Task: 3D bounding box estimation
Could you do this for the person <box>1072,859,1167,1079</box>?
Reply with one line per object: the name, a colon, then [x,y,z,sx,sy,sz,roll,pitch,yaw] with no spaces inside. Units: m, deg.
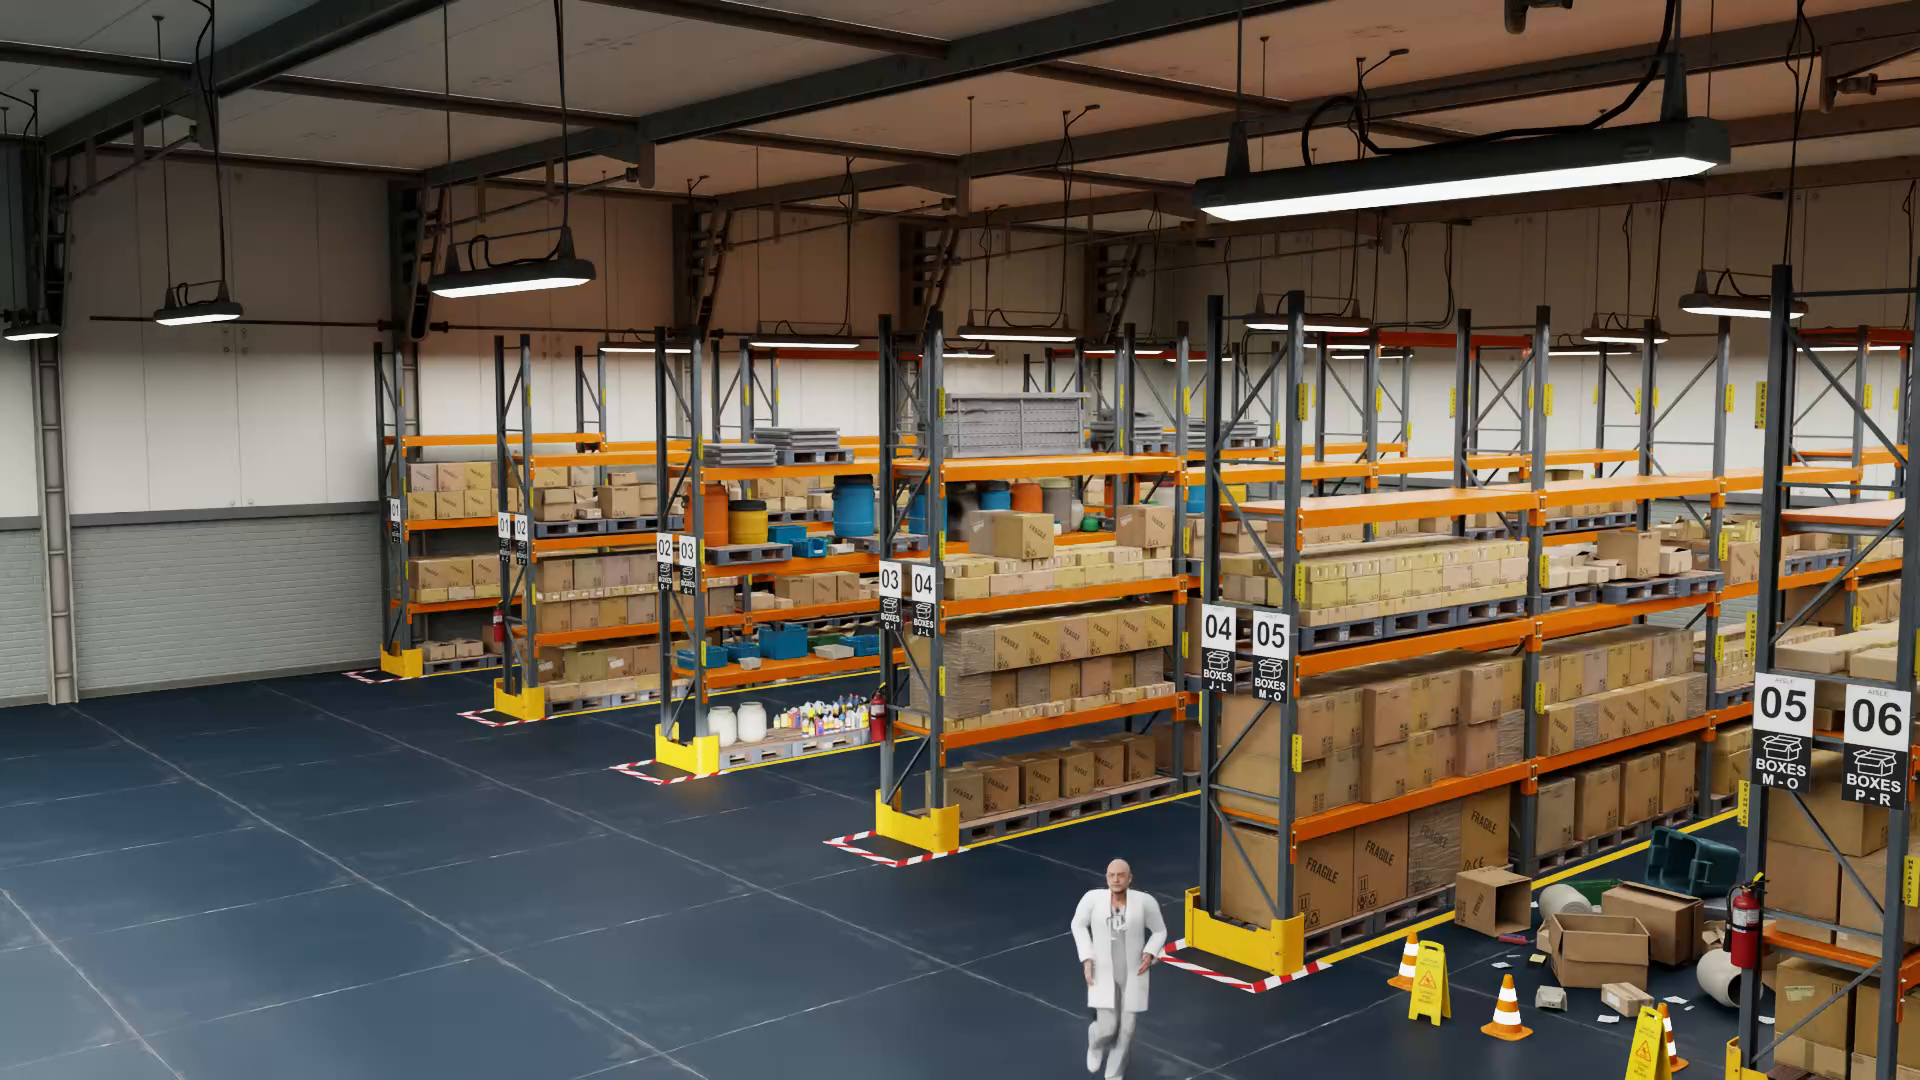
person: [1.169,3.194,12.190,0.700,1.748,0.673,0,5,3]
